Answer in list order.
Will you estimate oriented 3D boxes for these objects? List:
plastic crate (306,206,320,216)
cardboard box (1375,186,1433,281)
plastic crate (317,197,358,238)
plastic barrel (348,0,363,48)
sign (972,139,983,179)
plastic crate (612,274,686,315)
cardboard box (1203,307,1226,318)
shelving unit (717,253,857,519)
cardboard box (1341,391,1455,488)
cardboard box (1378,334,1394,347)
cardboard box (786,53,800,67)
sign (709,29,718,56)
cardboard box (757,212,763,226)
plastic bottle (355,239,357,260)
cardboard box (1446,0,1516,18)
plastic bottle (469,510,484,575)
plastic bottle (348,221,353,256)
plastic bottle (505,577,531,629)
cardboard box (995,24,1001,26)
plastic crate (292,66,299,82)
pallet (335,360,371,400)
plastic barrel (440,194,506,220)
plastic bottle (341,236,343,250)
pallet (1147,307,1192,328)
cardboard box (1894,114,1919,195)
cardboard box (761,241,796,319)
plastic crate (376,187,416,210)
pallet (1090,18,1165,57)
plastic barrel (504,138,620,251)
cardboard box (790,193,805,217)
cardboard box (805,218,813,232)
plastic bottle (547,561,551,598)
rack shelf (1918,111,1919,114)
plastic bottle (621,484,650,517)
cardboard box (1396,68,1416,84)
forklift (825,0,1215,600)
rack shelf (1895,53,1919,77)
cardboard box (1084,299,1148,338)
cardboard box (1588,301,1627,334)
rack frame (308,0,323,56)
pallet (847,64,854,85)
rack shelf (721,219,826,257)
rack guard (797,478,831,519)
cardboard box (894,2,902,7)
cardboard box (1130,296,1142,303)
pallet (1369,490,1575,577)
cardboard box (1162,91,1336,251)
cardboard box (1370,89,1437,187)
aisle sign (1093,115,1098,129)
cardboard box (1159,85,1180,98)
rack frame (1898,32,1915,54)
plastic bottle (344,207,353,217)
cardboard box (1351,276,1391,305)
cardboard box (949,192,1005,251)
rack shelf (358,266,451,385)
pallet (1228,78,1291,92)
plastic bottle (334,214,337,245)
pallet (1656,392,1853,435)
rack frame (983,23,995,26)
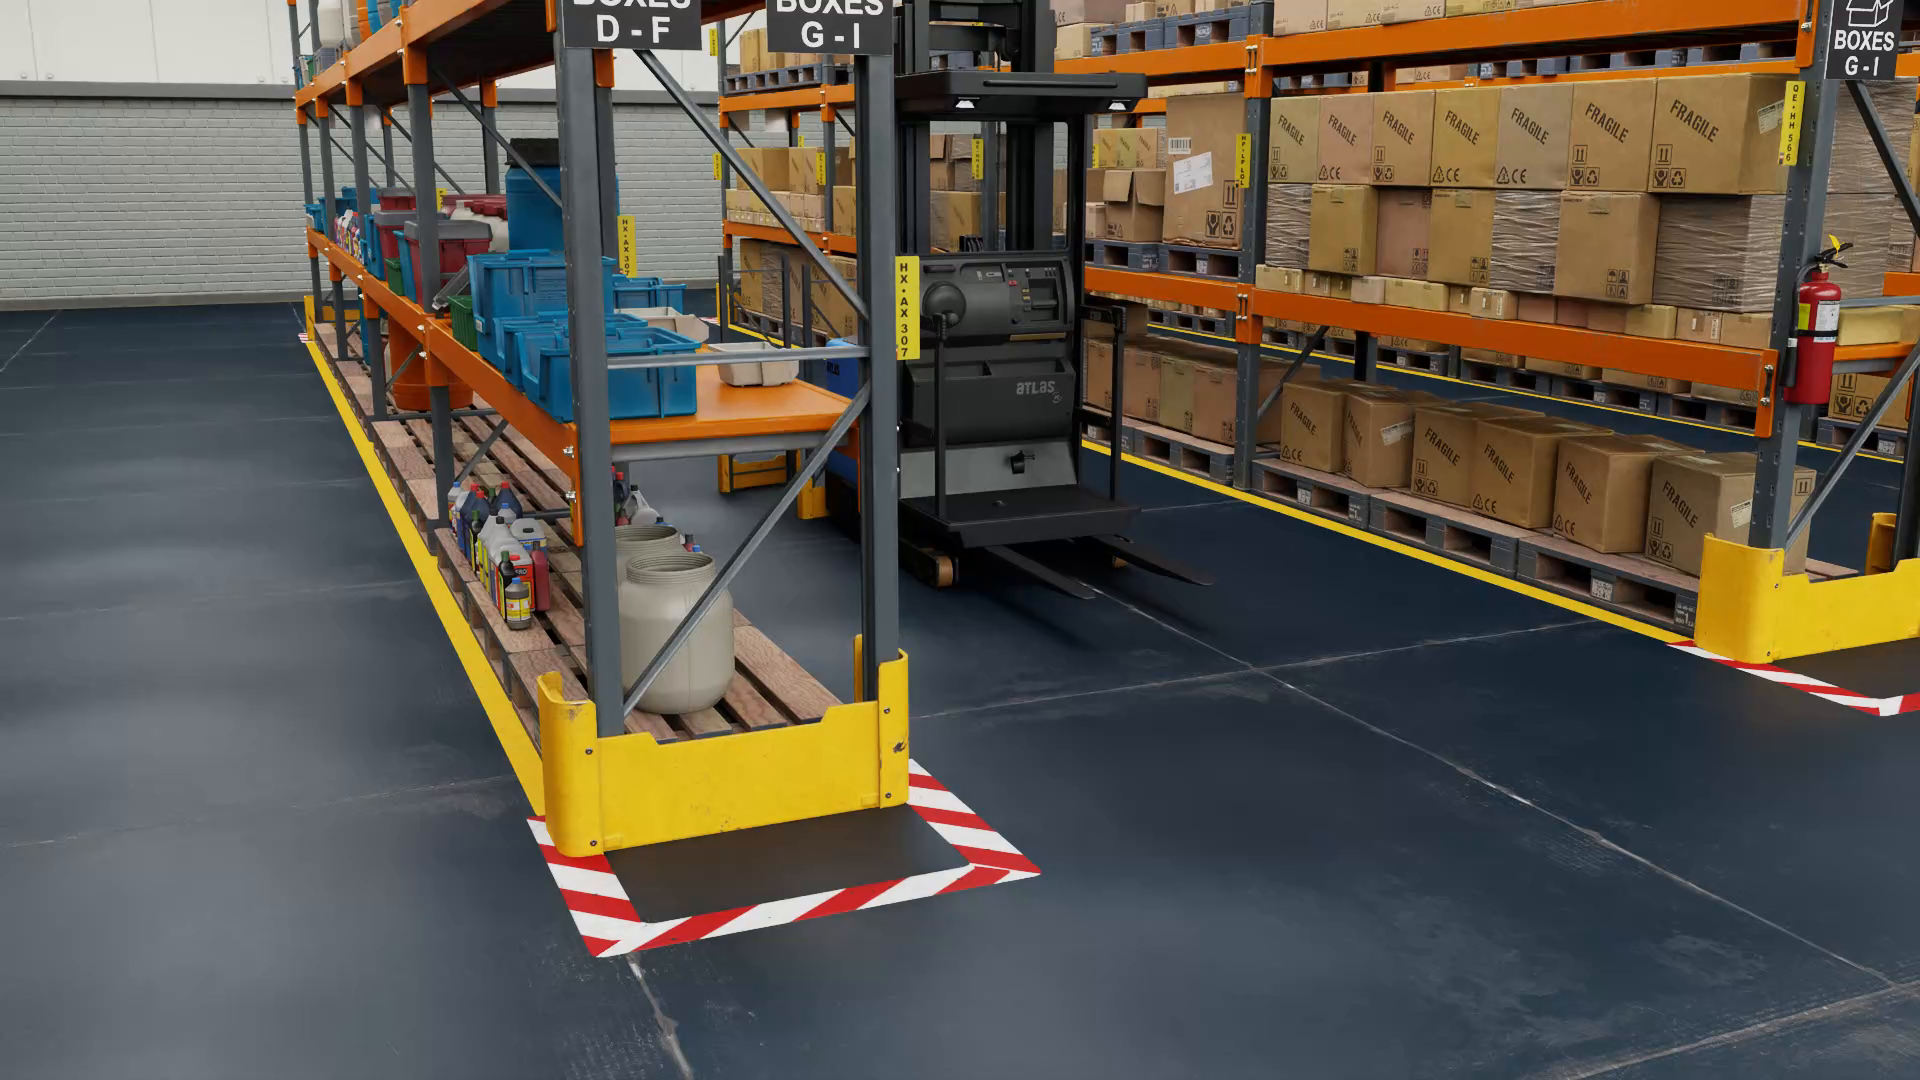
[{"bbox_3d":[-7.030,-3.590,18.467,0.416,0.233,0.300,-6,14,-23],"label":"plastic crate"},{"bbox_3d":[2.838,-1.722,9.275,0.875,0.500,0.500,-6,14,-23],"label":"cardboard box"},{"bbox_3d":[-5.989,-3.120,16.099,0.392,0.384,0.575,-6,14,-23],"label":"plastic crate"},{"bbox_3d":[-3.757,-3.723,11.037,0.600,0.901,0.600,0,13,0],"label":"plastic barrel"},{"bbox_3d":[0.144,-3.167,13.833,0.100,0.325,0.005,-6,14,-23],"label":"sign"},{"bbox_3d":[-1.592,-1.103,7.814,0.499,0.251,0.616,-6,14,-23],"label":"plastic crate"},{"bbox_3d":[3.165,-2.773,20.090,0.380,0.149,0.250,-5,14,-22],"label":"cardboard box"},{"bbox_3d":[-1.011,-0.990,10.319,0.587,1.500,1.083,-9,16,-35],"label":"shelving unit"},{"bbox_3d":[2.614,-0.610,9.966,0.500,0.500,0.500,-1,13,-5],"label":"cardboard box"},{"bbox_3d":[4.529,-2.287,17.213,0.500,0.500,0.500,-5,14,-21],"label":"cardboard box"},{"bbox_3d":[-1.531,-5.511,18.502,0.700,0.500,0.500,-5,14,-20],"label":"cardboard box"},{"bbox_3d":[-3.064,-6.183,20.667,0.100,0.325,0.005,-6,14,-23],"label":"sign"},{"bbox_3d":[-2.196,-3.815,19.760,0.380,0.149,0.250,-6,14,-24],"label":"cardboard box"},{"bbox_3d":[-4.757,-2.328,13.218,0.097,0.201,0.097,0,13,0],"label":"plastic bottle"},{"bbox_3d":[2.824,-2.779,8.404,0.500,0.250,0.500,-6,14,-24],"label":"cardboard box"},{"bbox_3d":[-2.238,0.010,7.721,0.061,0.283,0.133,-5,14,-20],"label":"plastic bottle"},{"bbox_3d":[-5.025,-2.496,13.762,0.061,0.283,0.133,-6,14,-23],"label":"plastic bottle"},{"bbox_3d":[-1.819,0.256,6.843,0.097,0.201,0.097,0,13,0],"label":"plastic bottle"},{"bbox_3d":[0.604,-4.287,13.257,0.500,0.500,0.500,-5,14,-22],"label":"cardboard box"},{"bbox_3d":[-7.192,-5.152,18.615,0.497,0.269,0.590,-6,14,-23],"label":"plastic crate"},{"bbox_3d":[-5.218,-1.511,15.430,1.003,0.211,1.213,-6,14,-23],"label":"pallet"},{"bbox_3d":[-3.423,-2.204,11.939,0.600,0.536,0.708,-6,14,-23],"label":"plastic barrel"},{"bbox_3d":[-5.407,-2.664,14.667,0.097,0.201,0.097,0,13,0],"label":"plastic bottle"},{"bbox_3d":[2.840,-2.937,21.590,1.003,0.211,1.213,-6,14,-23],"label":"pallet"},{"bbox_3d":[6.955,-2.774,11.976,0.875,0.550,0.550,-6,14,-23],"label":"cardboard box"},{"bbox_3d":[-1.859,-3.163,20.164,0.875,0.875,0.875,-6,14,-23],"label":"cardboard box"},{"bbox_3d":[-5.617,-3.300,16.702,0.402,0.464,0.583,-6,14,-23],"label":"plastic crate"},{"bbox_3d":[1.686,-3.548,11.812,1.213,0.211,1.003,-6,14,-23],"label":"pallet"},{"bbox_3d":[-2.162,-1.731,9.086,0.600,0.901,0.708,-6,14,-23],"label":"plastic barrel"},{"bbox_3d":[-1.578,-3.726,18.490,0.500,0.250,0.500,-5,14,-21],"label":"cardboard box"},{"bbox_3d":[-1.477,-3.444,18.156,0.380,0.149,0.250,-5,14,-22],"label":"cardboard box"},{"bbox_3d":[-1.844,0.157,7.268,0.097,0.201,0.097,0,13,0],"label":"plastic bottle"},{"bbox_3d":[13.477,-5.522,21.519,1.077,0.370,4.000,-6,14,-23],"label":"rack shelf"},{"bbox_3d":[-1.556,-0.090,8.006,0.144,0.351,0.185,-6,14,-23],"label":"plastic bottle"},{"bbox_3d":[4.563,-4.788,16.531,0.500,0.500,0.500,-6,14,-23],"label":"cardboard box"},{"bbox_3d":[0.249,-1.298,8.476,1.130,2.935,3.031,-6,14,-23],"label":"forklift"},{"bbox_3d":[7.640,-2.952,10.415,1.077,0.370,4.000,-6,14,-23],"label":"rack shelf"},{"bbox_3d":[1.169,-1.771,13.275,0.500,0.250,0.500,-4,14,-17],"label":"cardboard box"},{"bbox_3d":[3.220,-1.070,7.899,0.380,0.149,0.250,-6,14,-23],"label":"cardboard box"},{"bbox_3d":[-5.489,-5.955,15.144,1.000,3.000,0.127,-6,14,-23],"label":"rack frame"},{"bbox_3d":[-0.538,-4.663,16.638,0.805,0.209,1.217,-6,14,-25],"label":"pallet"},{"bbox_3d":[-1.752,-3.543,19.620,1.077,0.370,4.000,-6,14,-23],"label":"rack shelf"},{"bbox_3d":[-0.718,-0.290,10.069,0.587,0.250,0.087,-9,16,-35],"label":"rack guard"},{"bbox_3d":[-0.186,-4.790,15.601,0.797,0.503,0.637,-6,14,-24],"label":"cardboard box"},{"bbox_3d":[2.446,-3.149,21.713,0.380,0.149,0.250,-6,14,-26],"label":"cardboard box"},{"bbox_3d":[3.048,-0.081,9.250,1.003,0.211,1.213,-6,14,-23],"label":"pallet"},{"bbox_3d":[2.064,-2.501,11.261,1.000,1.000,1.000,-6,14,-23],"label":"cardboard box"},{"bbox_3d":[2.603,-2.186,9.061,0.500,0.500,0.500,-6,14,-23],"label":"cardboard box"},{"bbox_3d":[1.728,-5.988,22.825,0.394,0.787,0.004,-6,14,-23],"label":"aisle sign"},{"bbox_3d":[2.797,-5.582,20.514,0.500,0.250,0.500,-6,14,-24],"label":"cardboard box"},{"bbox_3d":[9.732,-6.471,17.374,1.000,3.000,0.127,-6,14,-23],"label":"rack frame"},{"bbox_3d":[-5.629,-2.898,15.349,0.144,0.351,0.185,-6,14,-23],"label":"plastic bottle"},{"bbox_3d":[2.449,-1.425,9.432,0.380,0.149,0.250,-6,14,-23],"label":"cardboard box"},{"bbox_3d":[0.227,-2.782,14.515,0.500,0.500,0.500,-5,14,-21],"label":"cardboard box"},{"bbox_3d":[-3.086,-1.443,10.546,1.077,0.370,4.000,-6,14,-23],"label":"rack shelf"},{"bbox_3d":[3.784,-5.140,18.689,1.213,0.211,1.003,-6,14,-23],"label":"pallet"},{"bbox_3d":[-5.733,-2.862,15.340,0.061,0.283,0.133,-6,14,-23],"label":"plastic bottle"},{"bbox_3d":[6.461,-1.048,13.432,1.003,0.211,1.213,-6,14,-23],"label":"pallet"},{"bbox_3d":[0.652,-5.576,13.506,1.000,3.000,0.127,-6,14,-23],"label":"rack frame"}]
